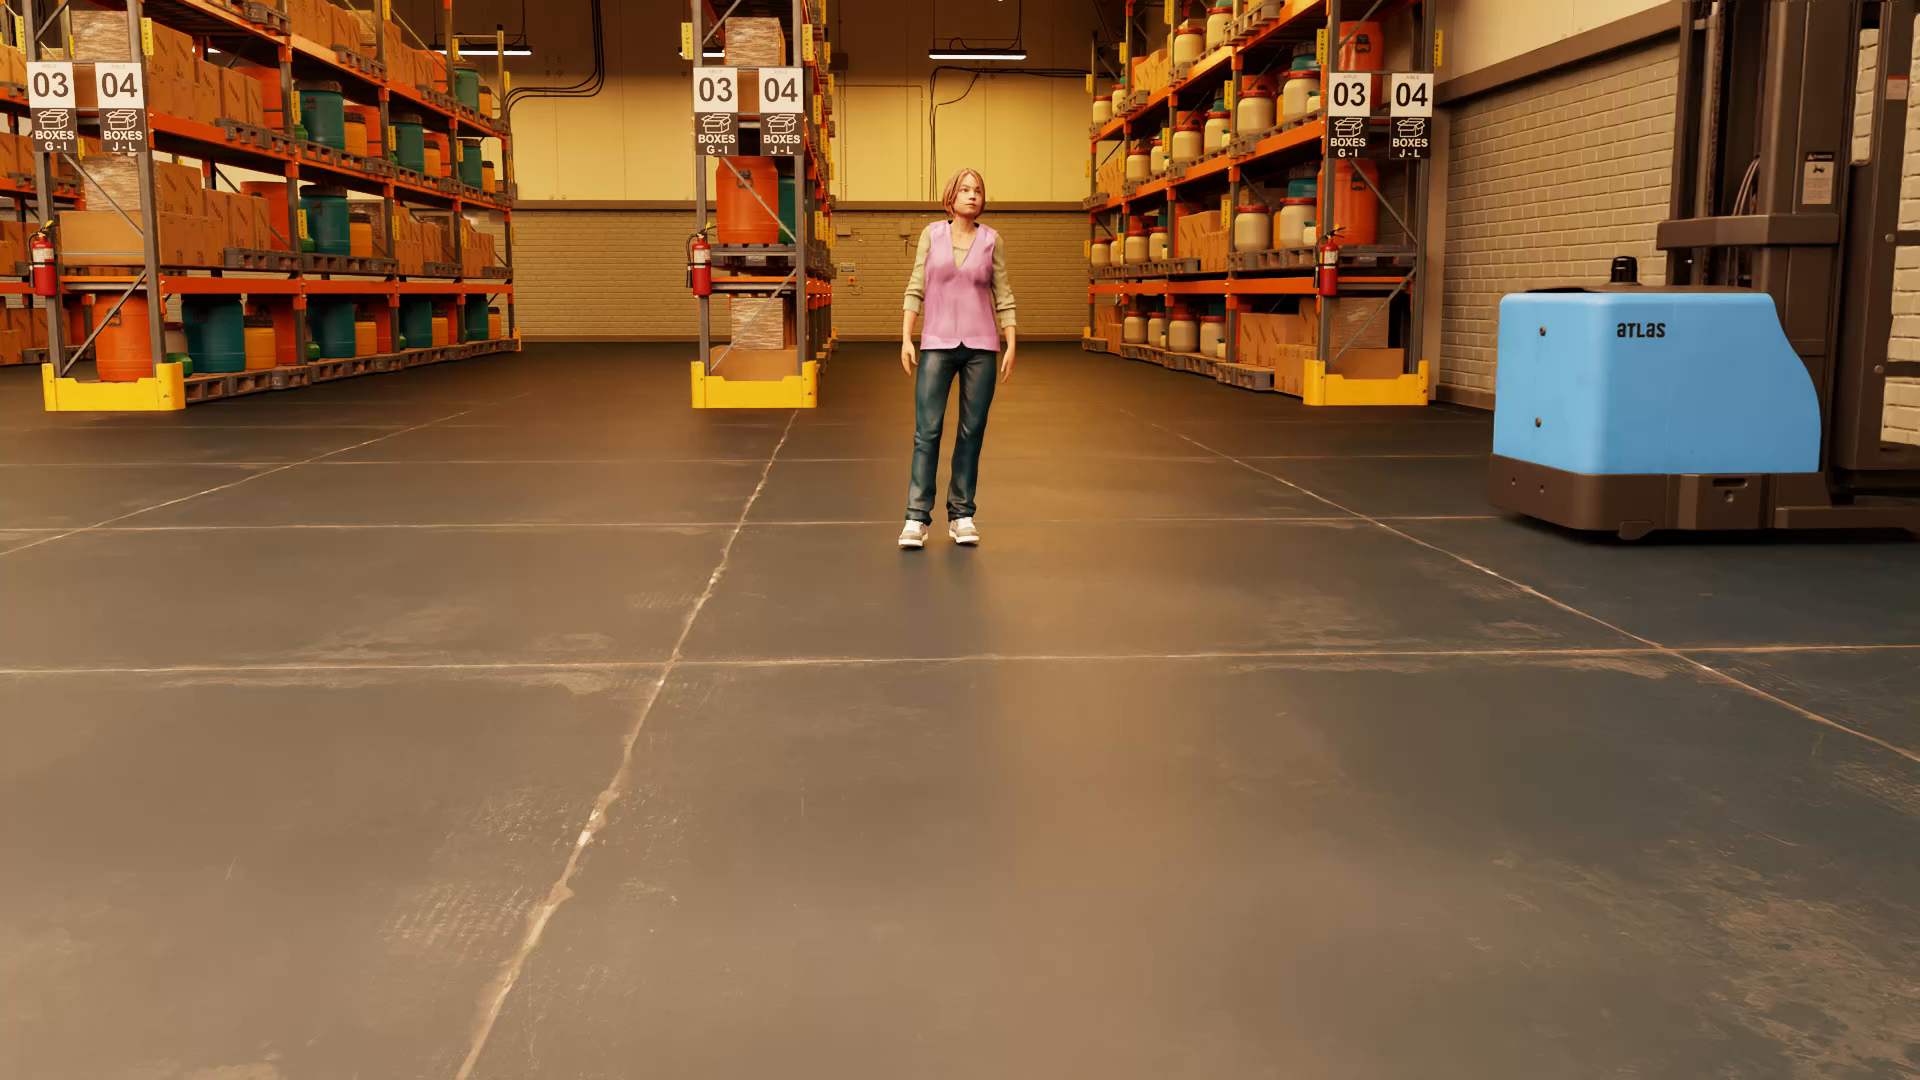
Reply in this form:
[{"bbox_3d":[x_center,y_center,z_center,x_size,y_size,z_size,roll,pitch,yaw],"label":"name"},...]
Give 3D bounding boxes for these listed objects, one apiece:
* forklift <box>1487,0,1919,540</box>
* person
[{"bbox_3d":[4.092,-1.513,7.521,3.031,2.935,1.130,-1,8,-5],"label":"forklift"},{"bbox_3d":[-0.009,-0.786,7.117,0.521,1.599,0.473,-1,8,-4],"label":"person"}]
